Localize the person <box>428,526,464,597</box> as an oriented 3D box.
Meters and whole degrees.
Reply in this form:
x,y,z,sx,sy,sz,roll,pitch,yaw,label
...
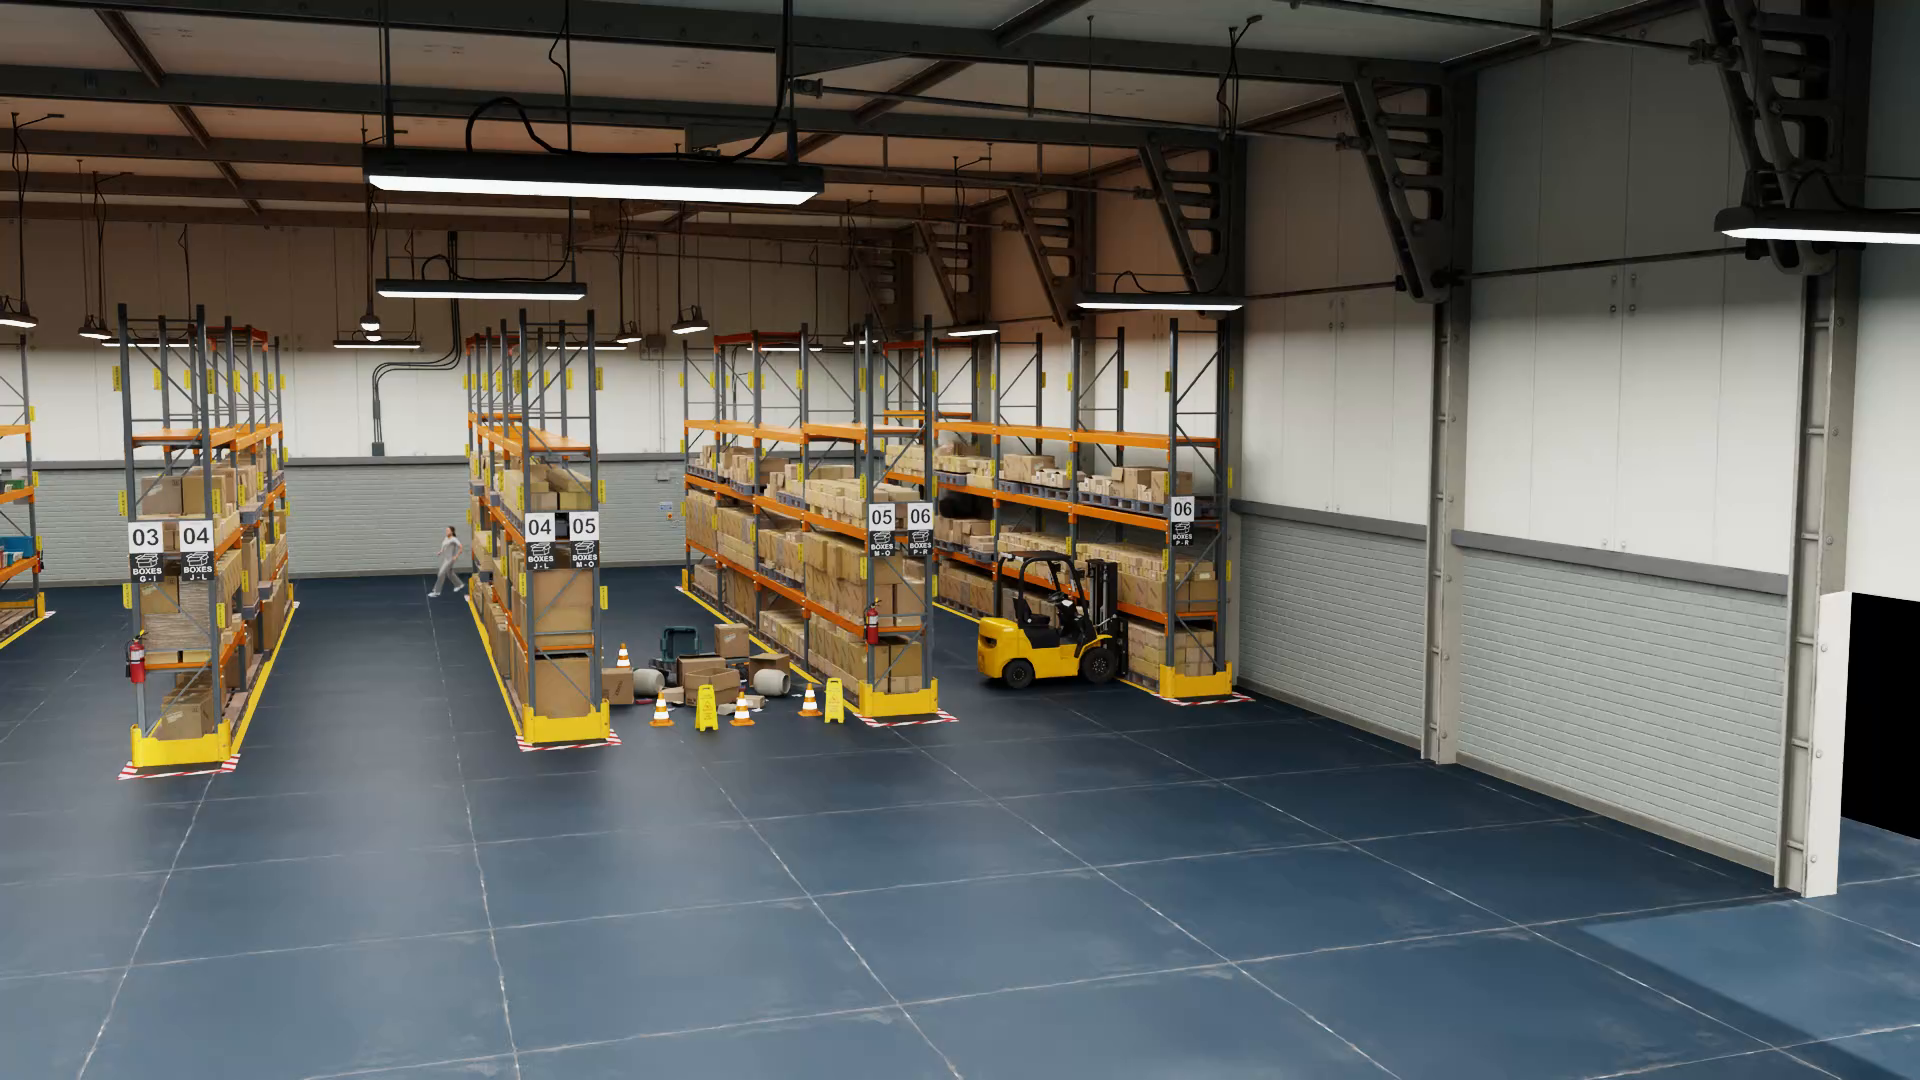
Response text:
x,y,z,sx,sy,sz,roll,pitch,yaw,label
-11.940,0.485,38.824,0.946,1.650,0.643,-5,7,-42,person
